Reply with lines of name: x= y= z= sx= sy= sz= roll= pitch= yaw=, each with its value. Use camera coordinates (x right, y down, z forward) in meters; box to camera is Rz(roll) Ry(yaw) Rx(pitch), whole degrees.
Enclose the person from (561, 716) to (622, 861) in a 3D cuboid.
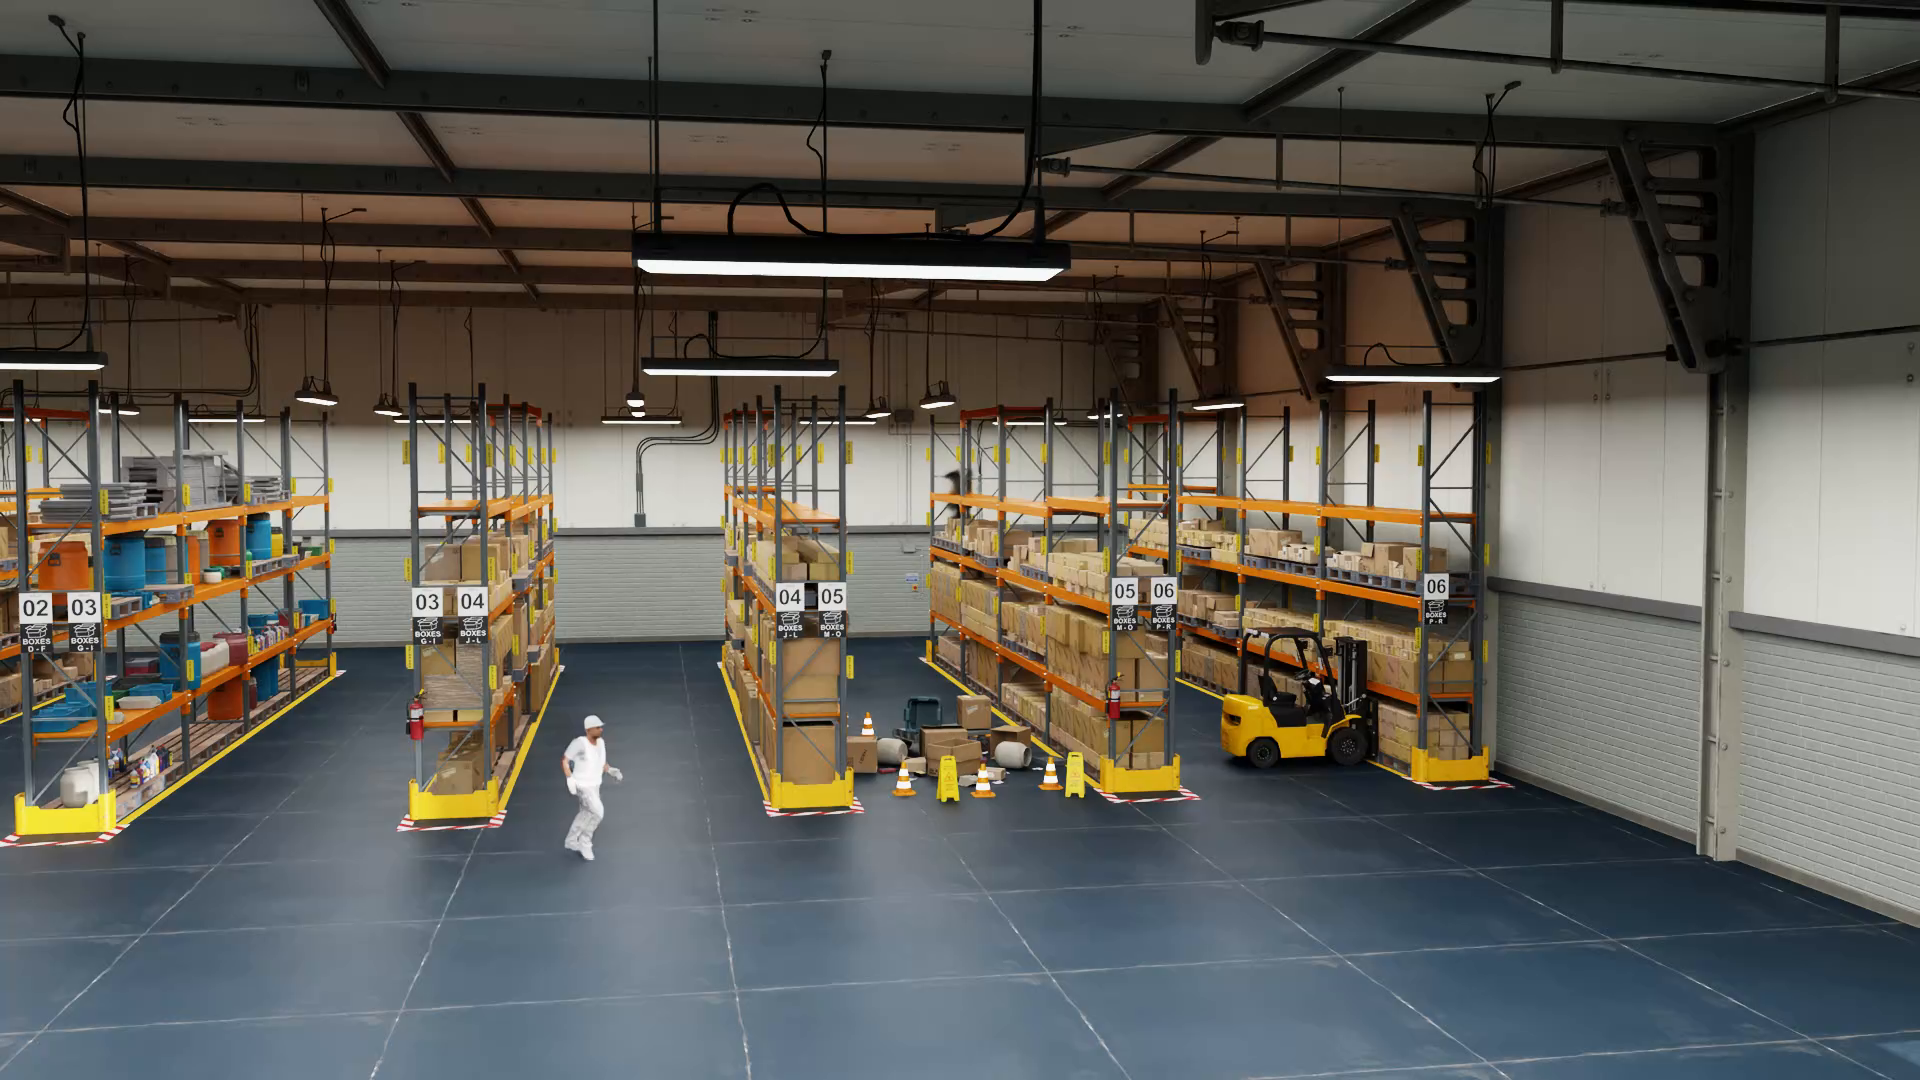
person: x=-4.631 y=3.085 z=20.727 sx=0.817 sy=1.810 sz=0.597 roll=1 pitch=3 yaw=20
